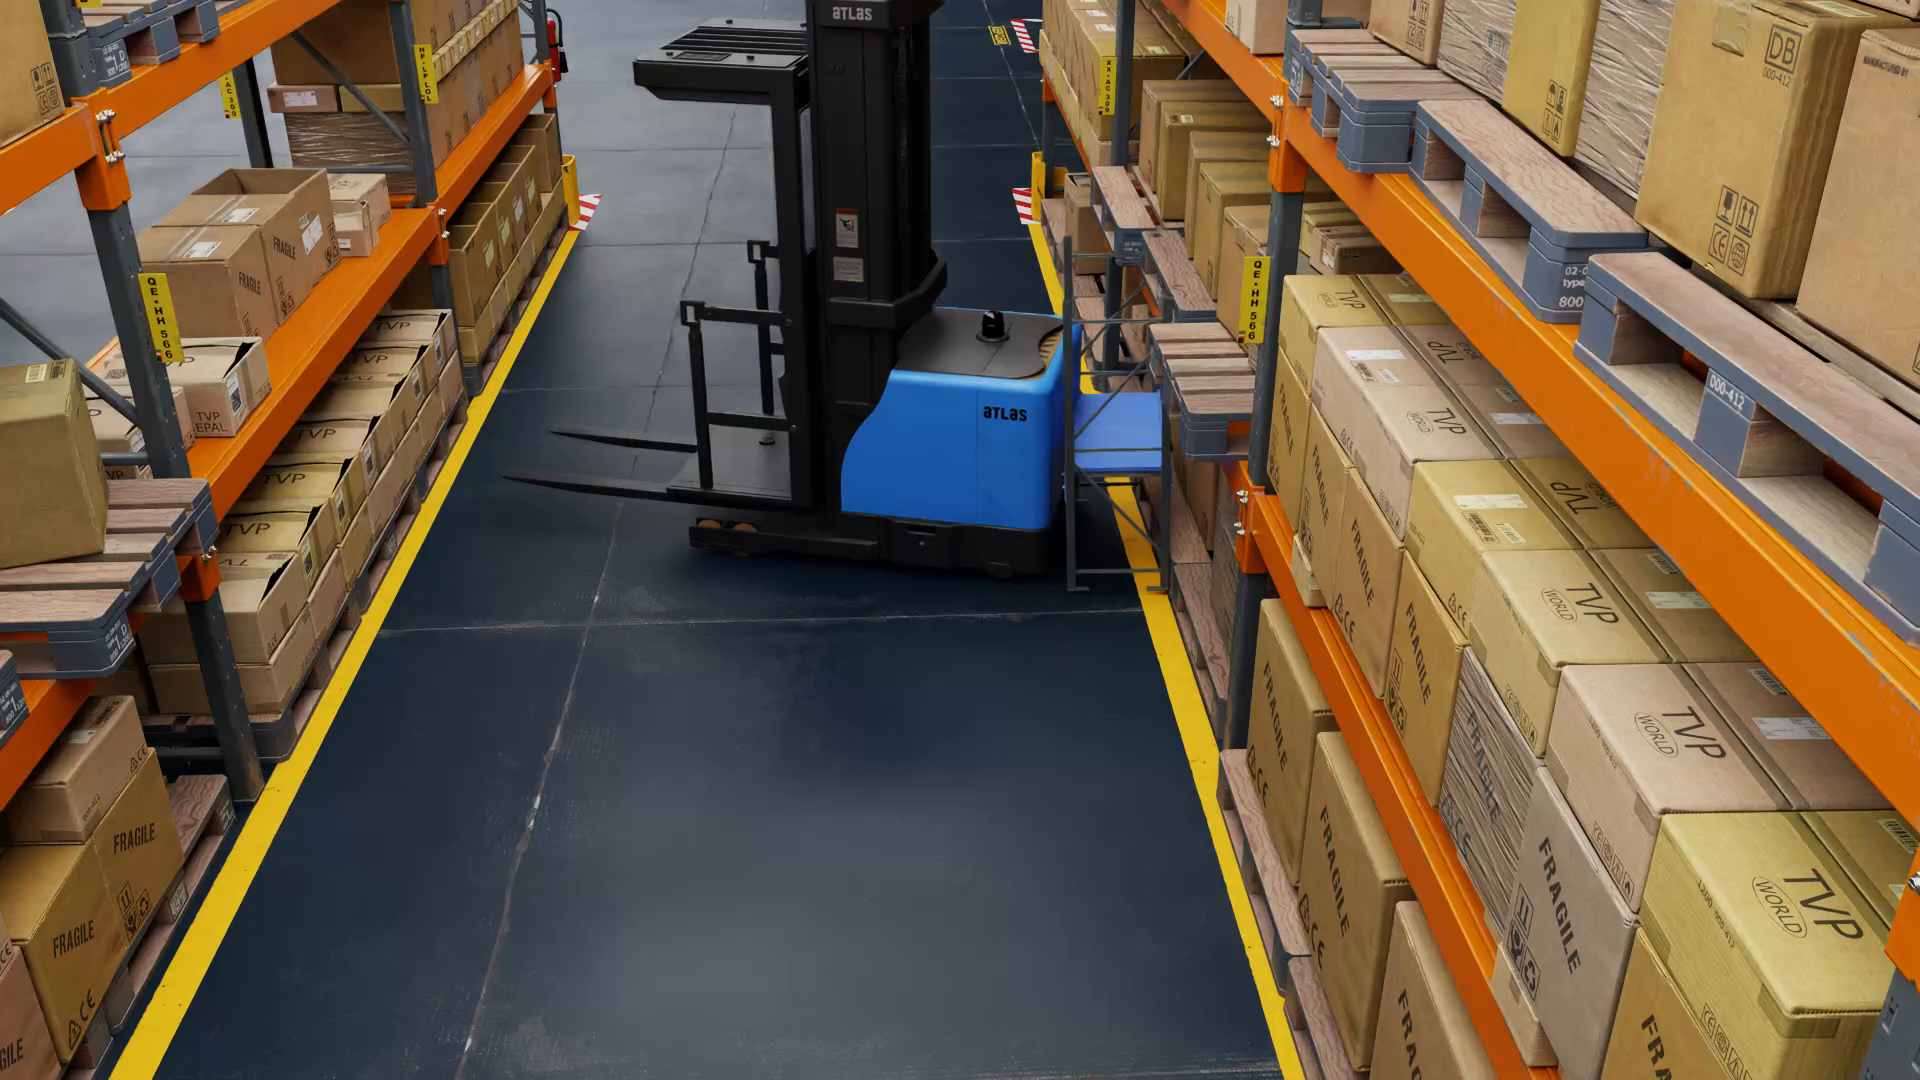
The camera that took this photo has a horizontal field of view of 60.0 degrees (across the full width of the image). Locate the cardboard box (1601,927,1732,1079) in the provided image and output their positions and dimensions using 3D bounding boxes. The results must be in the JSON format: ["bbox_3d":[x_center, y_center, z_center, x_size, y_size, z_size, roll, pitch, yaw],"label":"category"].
[{"bbox_3d":[1.537,1.053,3.036,0.500,0.500,0.500,-2,28,-3],"label":"cardboard box"}]

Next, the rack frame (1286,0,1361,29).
[{"bbox_3d":[1.604,-3.062,4.890,1.000,3.000,0.127,-1,28,-3],"label":"rack frame"}]

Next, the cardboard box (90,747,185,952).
[{"bbox_3d":[-3.059,1.059,5.704,0.500,0.500,0.500,0,28,-1],"label":"cardboard box"}]

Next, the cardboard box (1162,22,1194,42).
[{"bbox_3d":[1.556,-2.985,10.560,0.500,0.500,0.500,-2,28,-3],"label":"cardboard box"}]

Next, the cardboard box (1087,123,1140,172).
[{"bbox_3d":[1.068,-2.403,10.255,0.500,0.250,0.500,-1,28,-3],"label":"cardboard box"}]

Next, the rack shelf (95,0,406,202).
[{"bbox_3d":[-3.447,-2.215,7.288,1.077,0.370,4.000,-1,28,-3],"label":"rack shelf"}]

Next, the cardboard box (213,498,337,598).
[{"bbox_3d":[-3.113,0.012,7.396,0.500,0.311,0.500,-2,28,-4],"label":"cardboard box"}]

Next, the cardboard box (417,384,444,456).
[{"bbox_3d":[-3.216,-0.677,9.324,0.500,0.250,0.500,-2,28,-3],"label":"cardboard box"}]

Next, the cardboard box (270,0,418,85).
[{"bbox_3d":[-3.581,-2.952,9.656,0.700,0.500,0.500,-1,28,-2],"label":"cardboard box"}]

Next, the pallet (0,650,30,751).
[{"bbox_3d":[-3.237,0.702,4.367,1.003,0.211,1.213,-1,28,-3],"label":"pallet"}]

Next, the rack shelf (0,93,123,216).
[{"bbox_3d":[-3.238,-0.368,3.747,1.077,0.370,4.000,-1,28,-3],"label":"rack shelf"}]

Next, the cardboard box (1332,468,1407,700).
[{"bbox_3d":[1.417,0.115,4.835,0.500,0.500,0.500,-2,28,-3],"label":"cardboard box"}]

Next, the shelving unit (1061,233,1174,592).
[{"bbox_3d":[0.780,-0.654,8.350,0.538,1.500,1.048,-1,27,4],"label":"shelving unit"}]

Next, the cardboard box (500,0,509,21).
[{"bbox_3d":[-3.522,-3.896,12.168,0.380,0.149,0.250,-2,28,-3],"label":"cardboard box"}]

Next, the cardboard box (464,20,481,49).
[{"bbox_3d":[-3.467,-3.419,11.252,0.380,0.149,0.250,-2,28,-3],"label":"cardboard box"}]

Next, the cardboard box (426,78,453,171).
[{"bbox_3d":[-3.615,-2.621,10.423,0.700,0.500,0.500,-2,28,-3],"label":"cardboard box"}]

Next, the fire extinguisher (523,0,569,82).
[{"bbox_3d":[-3.303,-4.007,13.272,0.296,0.674,0.183,-1,28,-3],"label":"fire extinguisher"}]

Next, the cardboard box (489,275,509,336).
[{"bbox_3d":[-3.294,-1.548,10.993,0.500,0.250,0.500,-1,28,-3],"label":"cardboard box"}]

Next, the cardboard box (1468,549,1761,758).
[{"bbox_3d":[1.489,0.246,3.772,0.500,0.250,0.500,-1,28,-2],"label":"cardboard box"}]

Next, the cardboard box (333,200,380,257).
[{"bbox_3d":[-3.322,-1.667,8.848,0.396,0.266,0.258,-2,28,-4],"label":"cardboard box"}]

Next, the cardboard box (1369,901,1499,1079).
[{"bbox_3d":[1.600,1.505,4.492,0.750,0.750,0.750,-1,28,-1],"label":"cardboard box"}]

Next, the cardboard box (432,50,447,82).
[{"bbox_3d":[-3.416,-2.945,10.343,0.380,0.149,0.250,-2,28,-3],"label":"cardboard box"}]

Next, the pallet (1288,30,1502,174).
[{"bbox_3d":[1.691,-1.352,5.060,1.213,0.211,1.003,0,28,0],"label":"pallet"}]

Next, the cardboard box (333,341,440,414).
[{"bbox_3d":[-3.211,-0.924,9.190,0.500,0.311,0.500,-1,28,-1],"label":"cardboard box"}]

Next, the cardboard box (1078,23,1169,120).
[{"bbox_3d":[1.030,-2.965,10.522,0.500,0.500,0.500,-2,28,-3],"label":"cardboard box"}]

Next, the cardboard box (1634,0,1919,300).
[{"bbox_3d":[1.783,-0.789,3.191,0.700,0.500,0.500,-2,28,-4],"label":"cardboard box"}]

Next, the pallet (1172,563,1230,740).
[{"bbox_3d":[1.565,0.473,7.614,1.003,0.211,1.213,-1,28,-3],"label":"pallet"}]

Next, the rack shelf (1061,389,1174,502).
[{"bbox_3d":[0.788,-0.493,8.431,0.538,0.185,1.000,-1,27,4],"label":"rack shelf"}]

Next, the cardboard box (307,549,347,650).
[{"bbox_3d":[-3.104,0.271,7.506,0.500,0.250,0.500,-2,28,-4],"label":"cardboard box"}]

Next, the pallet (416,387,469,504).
[{"bbox_3d":[-3.474,-0.552,9.581,1.003,0.211,1.213,-1,28,-3],"label":"pallet"}]

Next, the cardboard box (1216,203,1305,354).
[{"bbox_3d":[1.513,-1.116,7.062,0.700,0.500,0.500,-4,28,-7],"label":"cardboard box"}]

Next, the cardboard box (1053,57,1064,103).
[{"bbox_3d":[0.957,-3.331,12.034,0.500,0.250,0.500,-2,28,-3],"label":"cardboard box"}]

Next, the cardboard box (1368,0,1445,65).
[{"bbox_3d":[1.686,-1.753,5.040,0.700,0.500,0.500,-3,28,-7],"label":"cardboard box"}]

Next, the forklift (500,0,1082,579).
[{"bbox_3d":[-0.925,-1.446,8.352,3.031,2.935,1.130,6,28,11],"label":"forklift"}]

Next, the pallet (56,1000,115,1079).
[{"bbox_3d":[-3.281,1.863,4.949,1.003,0.211,1.213,-1,28,-3],"label":"pallet"}]

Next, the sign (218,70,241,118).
[{"bbox_3d":[-4.106,-2.533,9.341,0.100,0.325,0.005,-1,28,-3],"label":"sign"}]

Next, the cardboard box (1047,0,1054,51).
[{"bbox_3d":[0.927,-3.915,12.343,0.500,0.500,0.500,-1,28,-2],"label":"cardboard box"}]

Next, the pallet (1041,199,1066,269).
[{"bbox_3d":[1.197,-2.449,13.218,1.003,0.211,1.213,-1,28,-3],"label":"pallet"}]

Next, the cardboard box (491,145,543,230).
[{"bbox_3d":[-3.368,-2.573,12.148,0.500,0.500,0.500,-1,28,-3],"label":"cardboard box"}]

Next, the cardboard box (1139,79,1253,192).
[{"bbox_3d":[1.388,-2.253,9.242,0.700,0.500,0.500,-1,28,-2],"label":"cardboard box"}]

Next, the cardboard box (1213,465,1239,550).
[{"bbox_3d":[1.604,-0.061,7.850,0.700,0.500,0.500,-1,28,-3],"label":"cardboard box"}]

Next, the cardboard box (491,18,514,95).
[{"bbox_3d":[-3.717,-3.561,12.226,0.700,0.500,0.500,-1,28,-1],"label":"cardboard box"}]

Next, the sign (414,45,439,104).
[{"bbox_3d":[-3.010,-2.624,9.371,0.100,0.325,0.005,-1,28,-3],"label":"sign"}]

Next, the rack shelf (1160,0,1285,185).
[{"bbox_3d":[1.500,-2.337,7.521,1.077,0.370,4.000,-1,28,-3],"label":"rack shelf"}]

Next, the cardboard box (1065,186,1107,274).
[{"bbox_3d":[1.151,-2.258,12.064,0.700,0.500,0.500,-3,28,-6],"label":"cardboard box"}]

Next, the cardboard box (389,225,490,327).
[{"bbox_3d":[-3.263,-1.649,10.377,0.500,0.500,0.500,-1,28,-3],"label":"cardboard box"}]

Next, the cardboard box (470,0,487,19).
[{"bbox_3d":[-3.686,-3.879,11.433,0.700,0.500,0.500,-1,28,-2],"label":"cardboard box"}]

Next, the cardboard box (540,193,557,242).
[{"bbox_3d":[-3.399,-2.471,12.764,0.500,0.250,0.500,-1,28,-3],"label":"cardboard box"}]

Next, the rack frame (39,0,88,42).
[{"bbox_3d":[-3.343,-2.941,4.657,1.000,3.000,0.127,-1,28,-3],"label":"rack frame"}]

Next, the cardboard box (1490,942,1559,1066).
[{"bbox_3d":[1.435,1.041,3.760,0.380,0.149,0.250,-1,28,-3],"label":"cardboard box"}]

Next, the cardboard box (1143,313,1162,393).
[{"bbox_3d":[1.450,-0.997,9.645,0.700,0.500,0.500,0,28,-1],"label":"cardboard box"}]

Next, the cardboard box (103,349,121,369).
[{"bbox_3d":[-3.466,-0.757,7.229,0.380,0.149,0.250,1,28,1],"label":"cardboard box"}]
